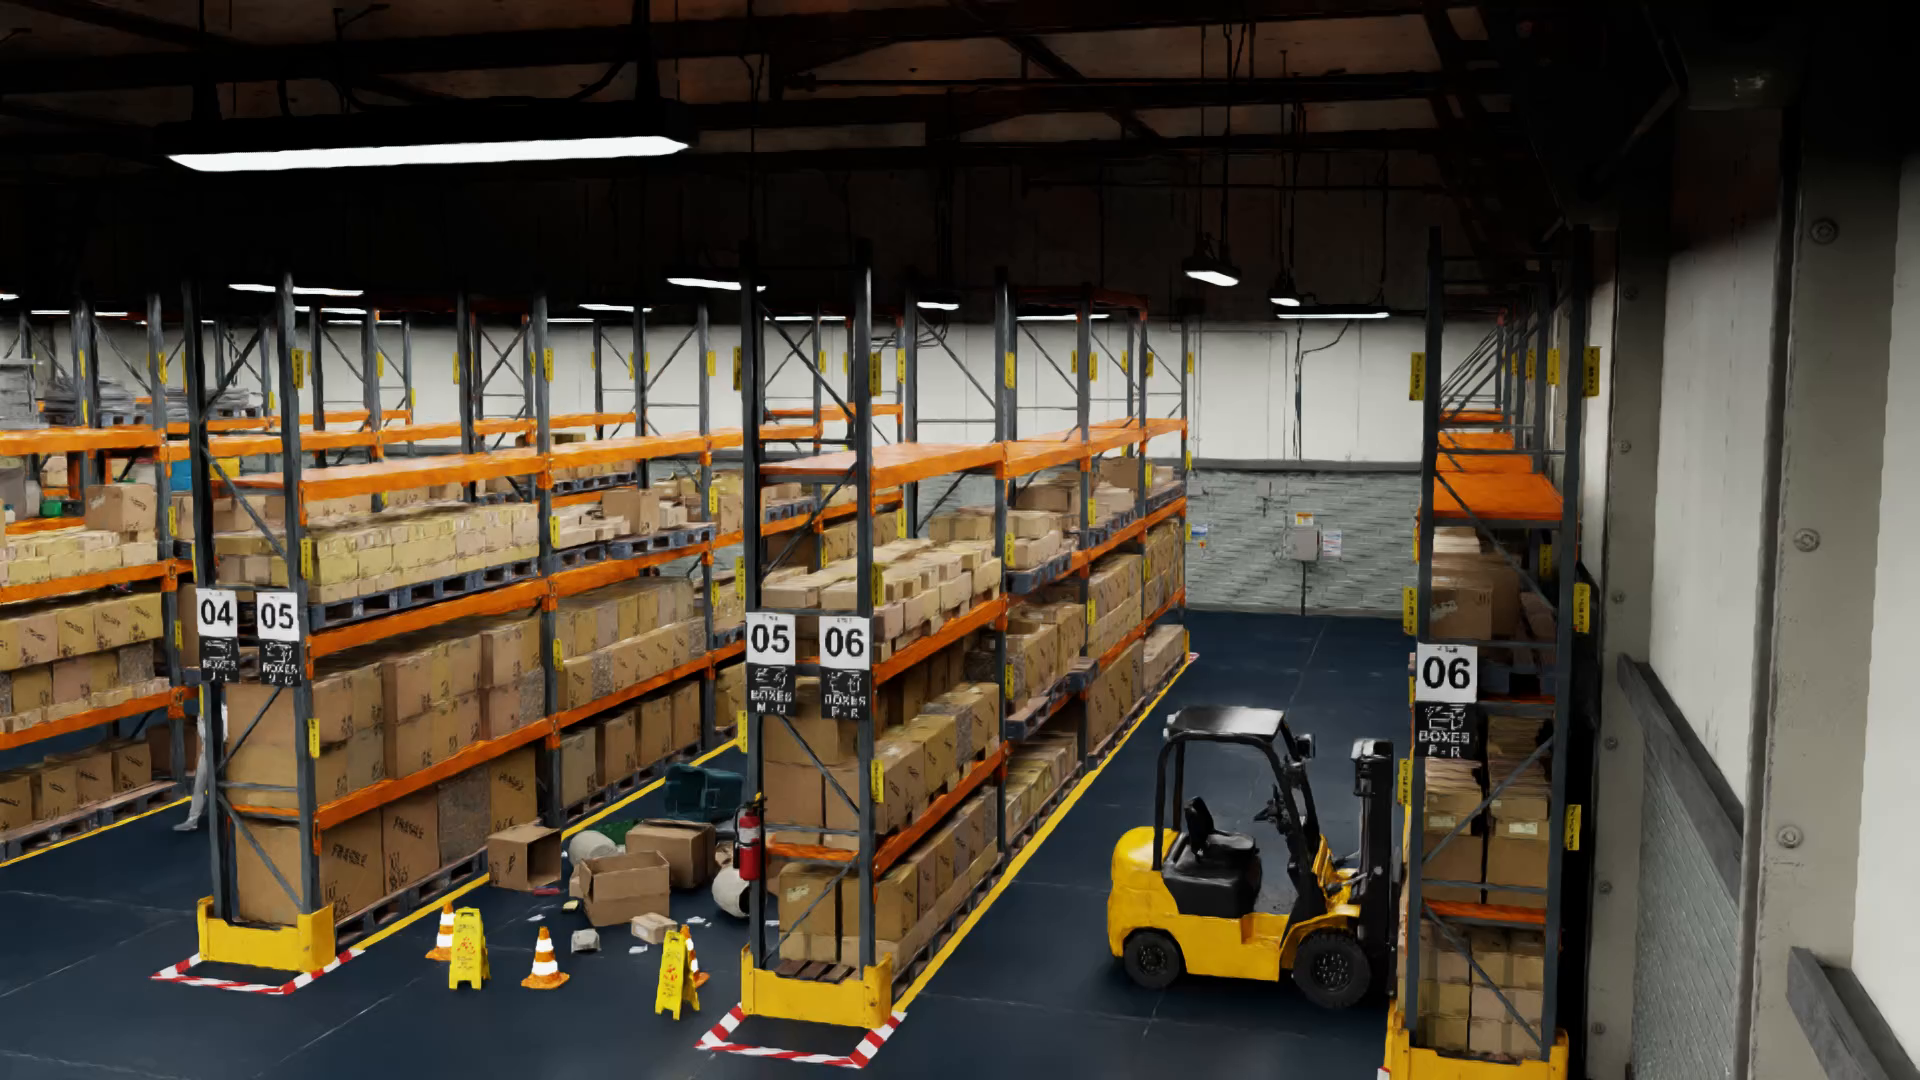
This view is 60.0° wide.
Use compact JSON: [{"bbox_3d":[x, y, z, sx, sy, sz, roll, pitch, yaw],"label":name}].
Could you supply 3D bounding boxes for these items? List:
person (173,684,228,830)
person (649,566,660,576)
[{"bbox_3d":[-8.131,2.323,18.217,0.488,1.590,1.089,2,7,14],"label":"person"},{"bbox_3d":[-5.238,1.188,28.797,0.566,1.541,0.519,2,7,13],"label":"person"}]
